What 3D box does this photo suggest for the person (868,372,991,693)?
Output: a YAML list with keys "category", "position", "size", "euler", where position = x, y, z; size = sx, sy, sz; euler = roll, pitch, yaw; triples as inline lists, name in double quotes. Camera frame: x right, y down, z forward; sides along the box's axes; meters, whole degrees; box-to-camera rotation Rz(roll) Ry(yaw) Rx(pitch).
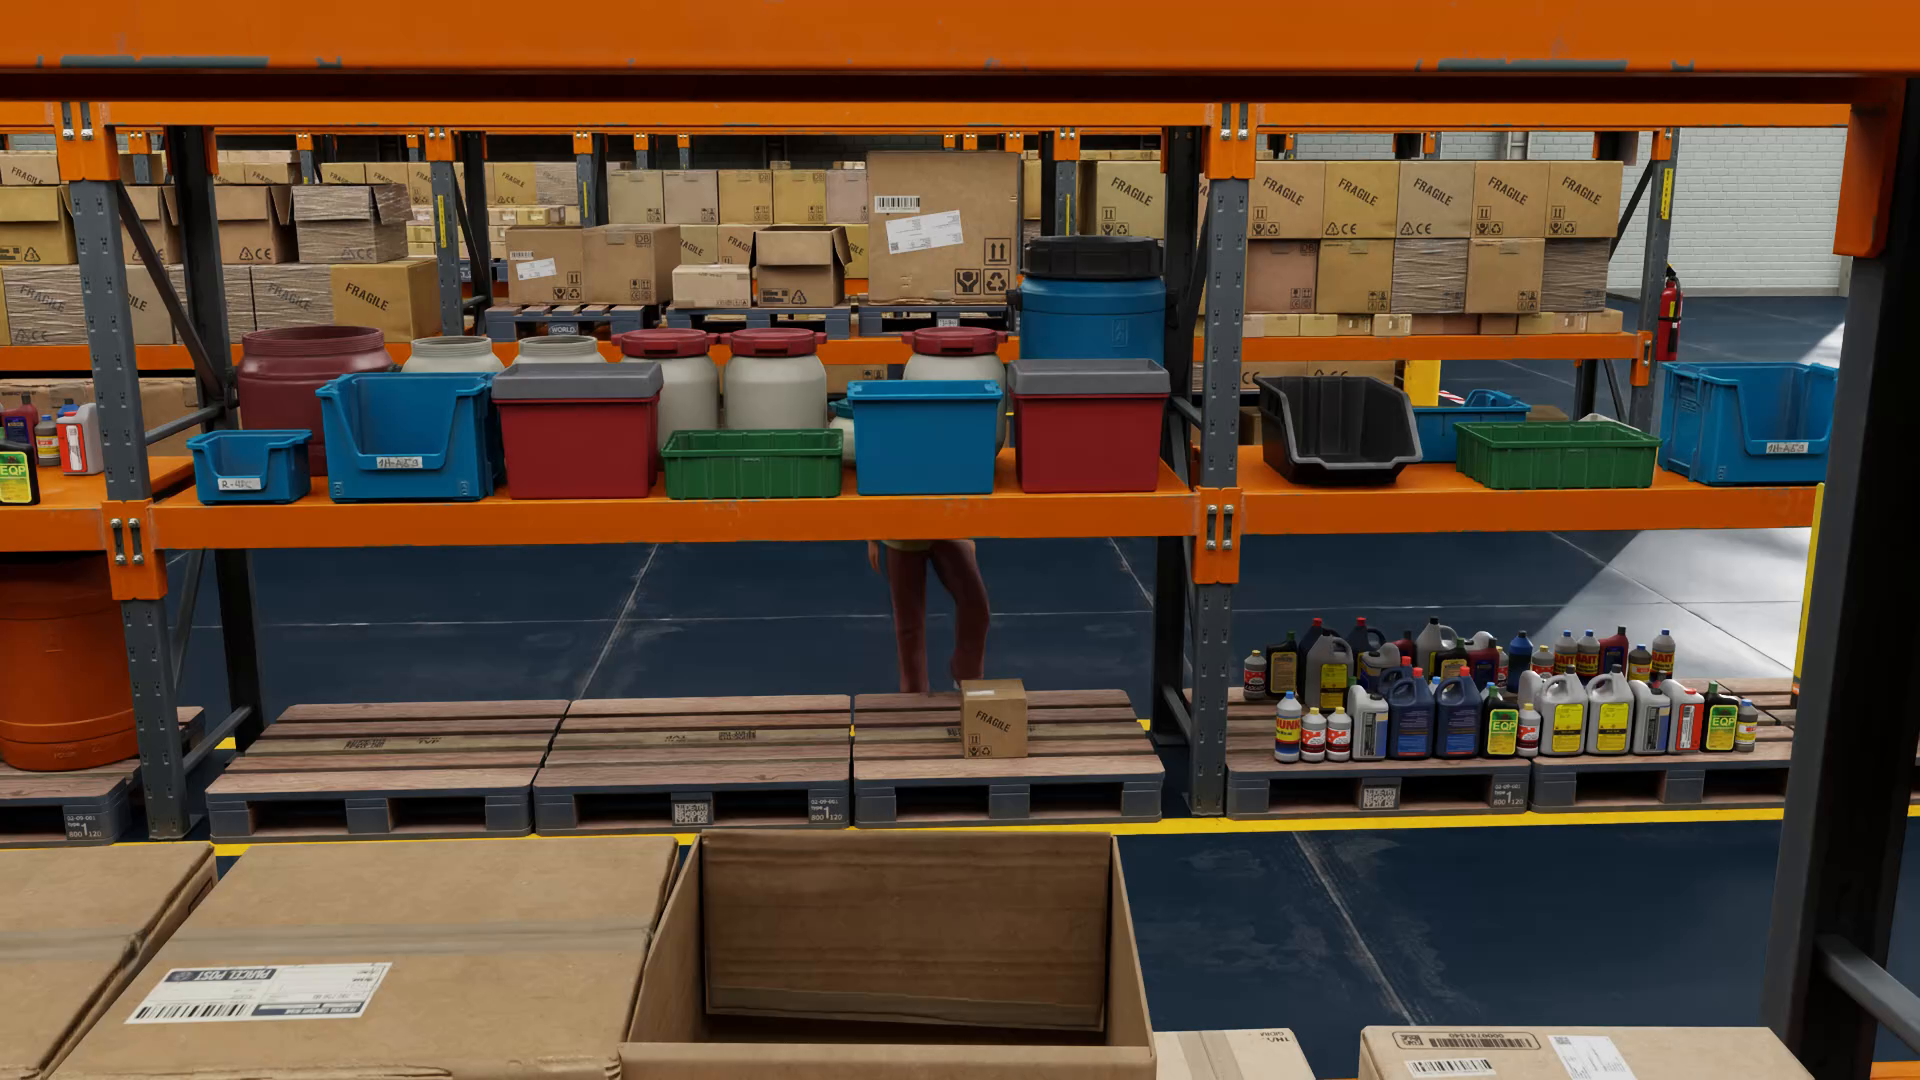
- category: "person"
  position: [-0.139, 0.053, 7.228]
  size: [0.508, 1.678, 0.536]
  euler: [-1, 14, -6]
